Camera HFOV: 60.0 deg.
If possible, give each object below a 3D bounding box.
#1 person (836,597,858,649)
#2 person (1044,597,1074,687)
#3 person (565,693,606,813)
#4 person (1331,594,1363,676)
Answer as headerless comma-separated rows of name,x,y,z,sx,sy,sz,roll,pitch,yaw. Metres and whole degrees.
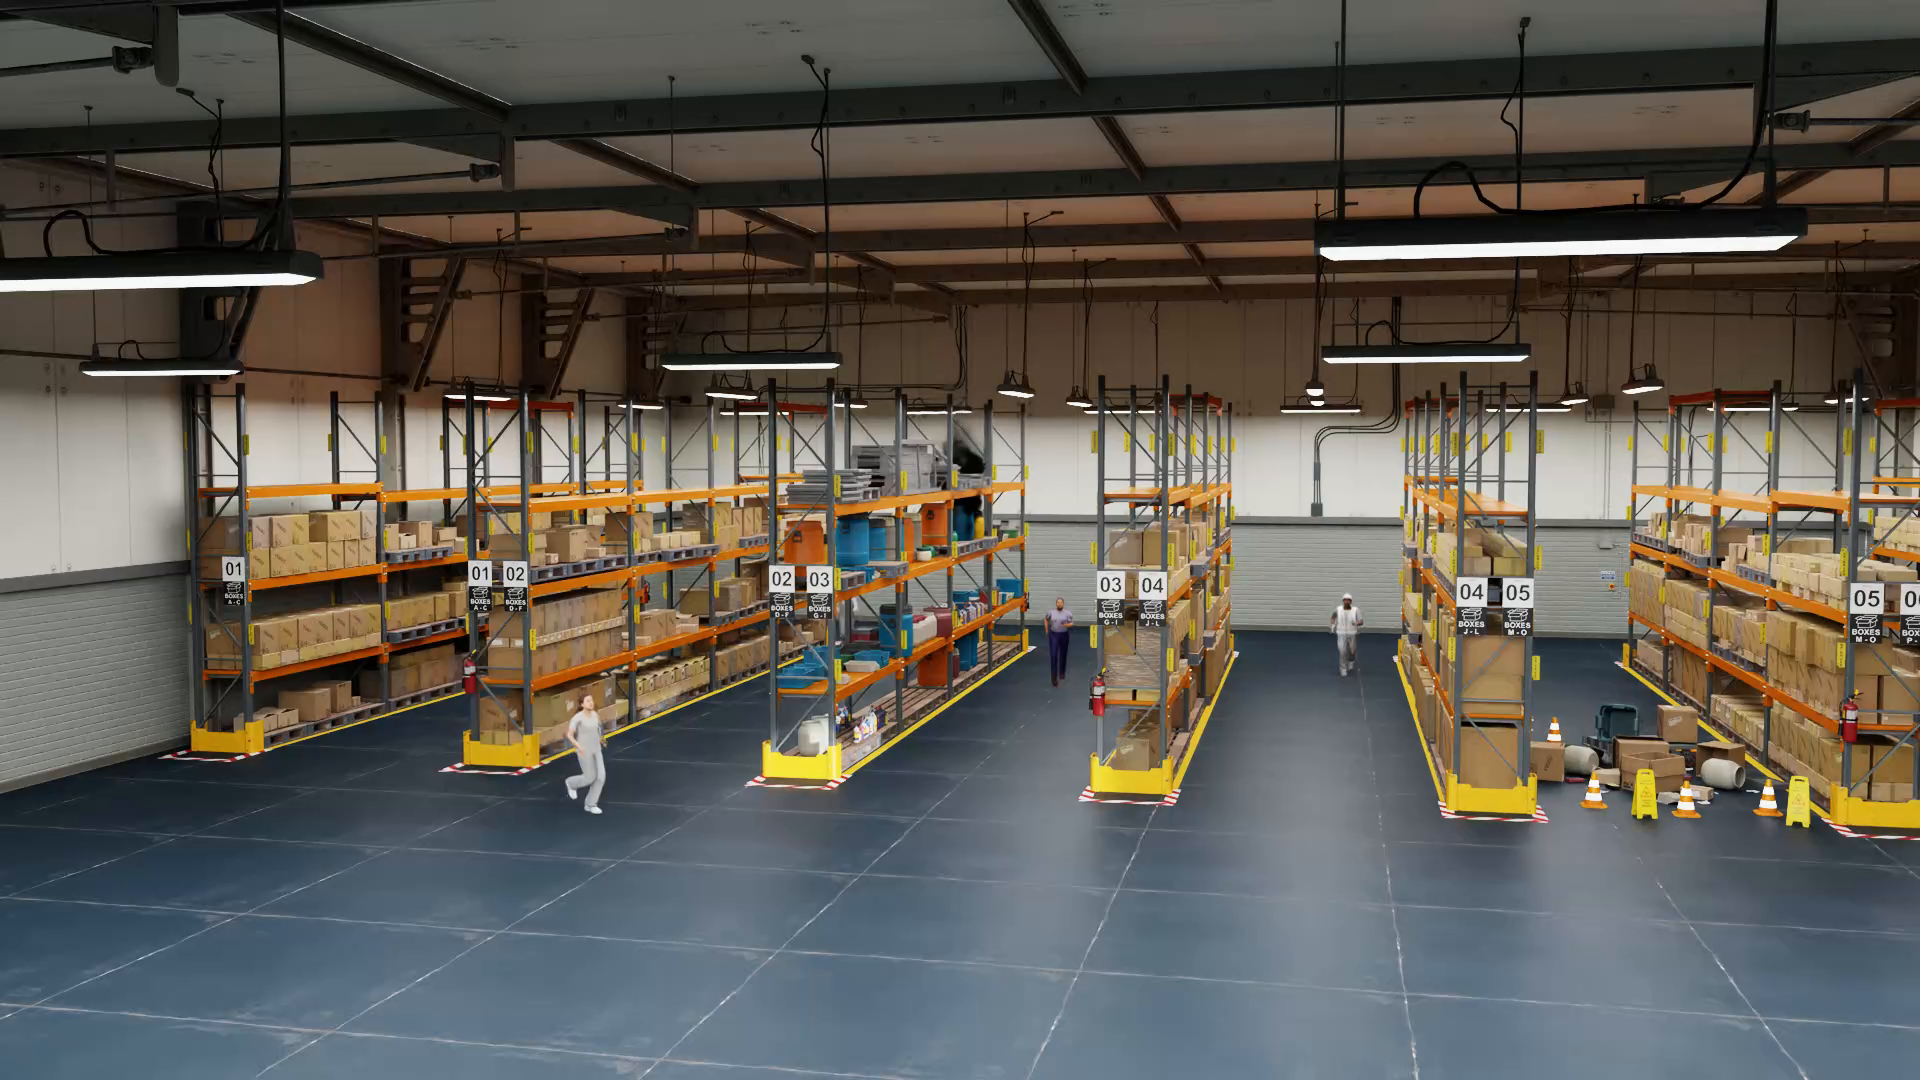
person,-2.508,1.826,36.736,0.503,1.671,0.672,0,3,-3
person,1.977,2.009,33.084,0.579,1.746,0.728,0,3,-2
person,-5.115,2.898,22.756,0.636,1.631,0.572,3,4,38
person,8.386,2.048,36.061,0.695,1.763,0.956,1,3,14
